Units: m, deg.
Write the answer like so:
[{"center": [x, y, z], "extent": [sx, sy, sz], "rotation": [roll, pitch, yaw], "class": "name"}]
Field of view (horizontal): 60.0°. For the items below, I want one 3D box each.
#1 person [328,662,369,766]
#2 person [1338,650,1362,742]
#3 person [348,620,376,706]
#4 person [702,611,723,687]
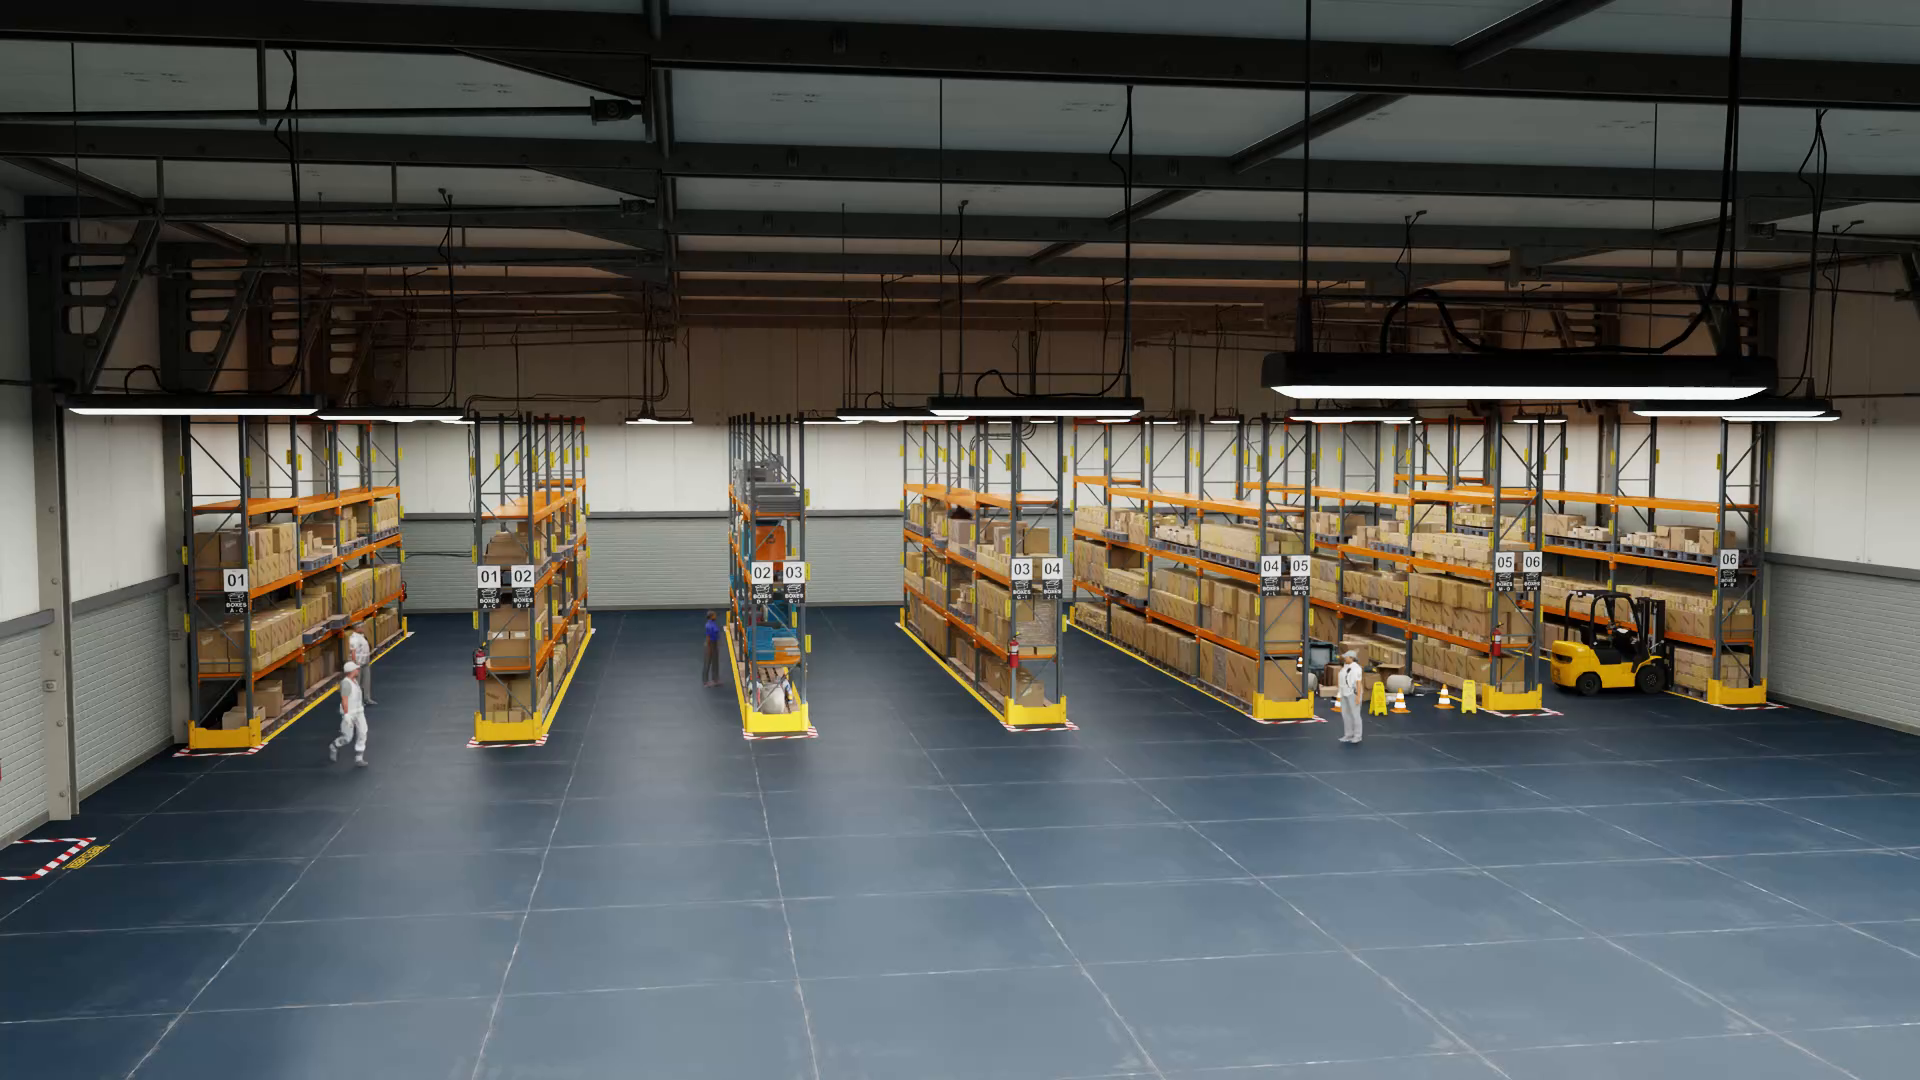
[{"center": [-10.302, 2.925, 28.020], "extent": [0.748, 1.766, 0.497], "rotation": [2, 4, 30], "class": "person"}, {"center": [7.101, 2.849, 30.202], "extent": [0.440, 1.694, 0.567], "rotation": [-2, 4, -29], "class": "person"}, {"center": [-12.346, 2.522, 34.197], "extent": [0.424, 1.777, 0.591], "rotation": [1, 4, 19], "class": "person"}, {"center": [-5.483, 2.392, 36.815], "extent": [0.407, 1.671, 0.509], "rotation": [1, 4, 18], "class": "person"}]
